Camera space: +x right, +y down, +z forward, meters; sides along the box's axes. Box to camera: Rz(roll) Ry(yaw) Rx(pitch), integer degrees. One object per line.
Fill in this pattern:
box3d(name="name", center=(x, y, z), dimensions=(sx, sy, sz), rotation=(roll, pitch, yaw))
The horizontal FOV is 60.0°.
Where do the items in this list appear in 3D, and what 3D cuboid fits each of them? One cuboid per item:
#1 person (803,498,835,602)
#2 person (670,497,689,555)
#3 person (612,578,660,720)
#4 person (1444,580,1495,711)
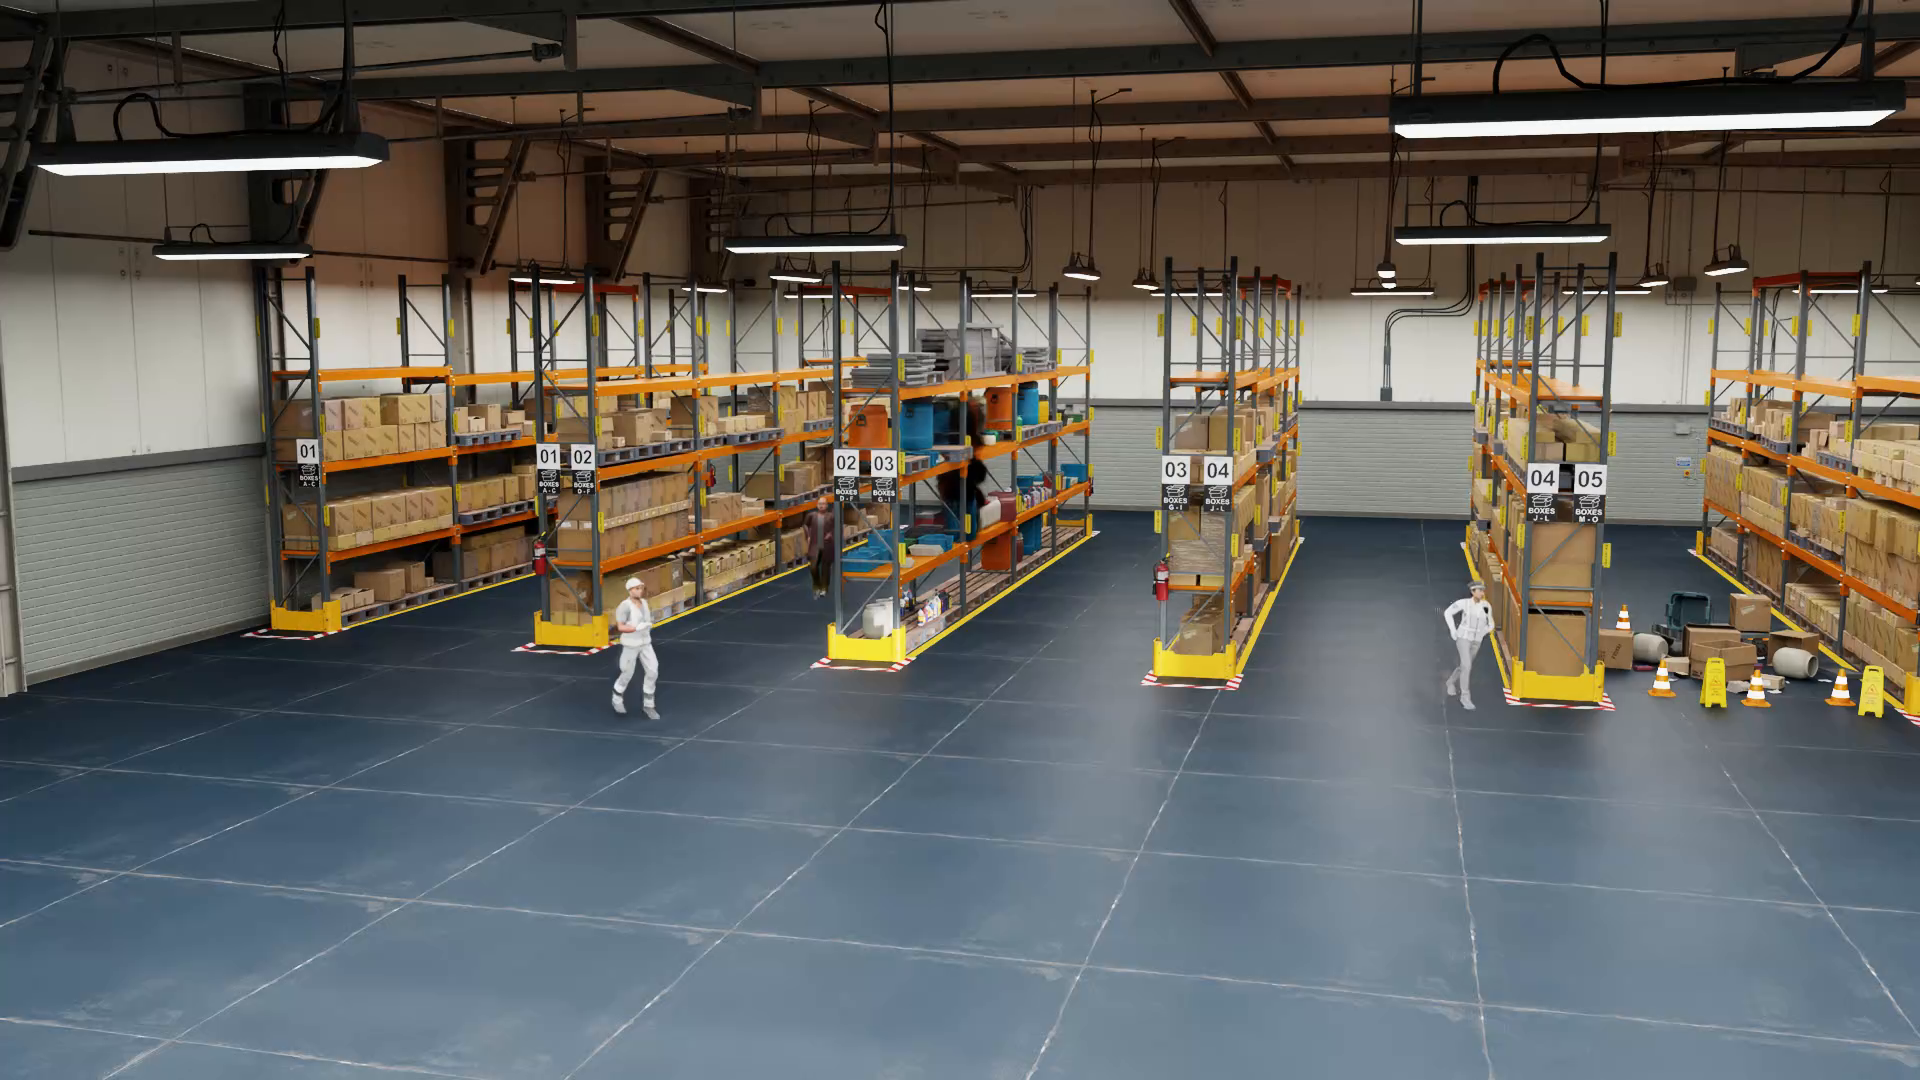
box3d(name="person", center=(-2.433, 0.177, 29.076), dimensions=(0.680, 1.835, 0.738), rotation=(0, 7, 2))
box3d(name="person", center=(-6.366, -0.480, 36.696), dimensions=(0.671, 1.783, 0.733), rotation=(1, 7, 11))
box3d(name="person", center=(-4.191, 1.404, 21.415), dimensions=(0.819, 1.860, 0.649), rotation=(6, 9, 39))
box3d(name="person", center=(6.843, 1.359, 22.277), dimensions=(0.631, 1.685, 0.875), rotation=(-1, 7, -11))
